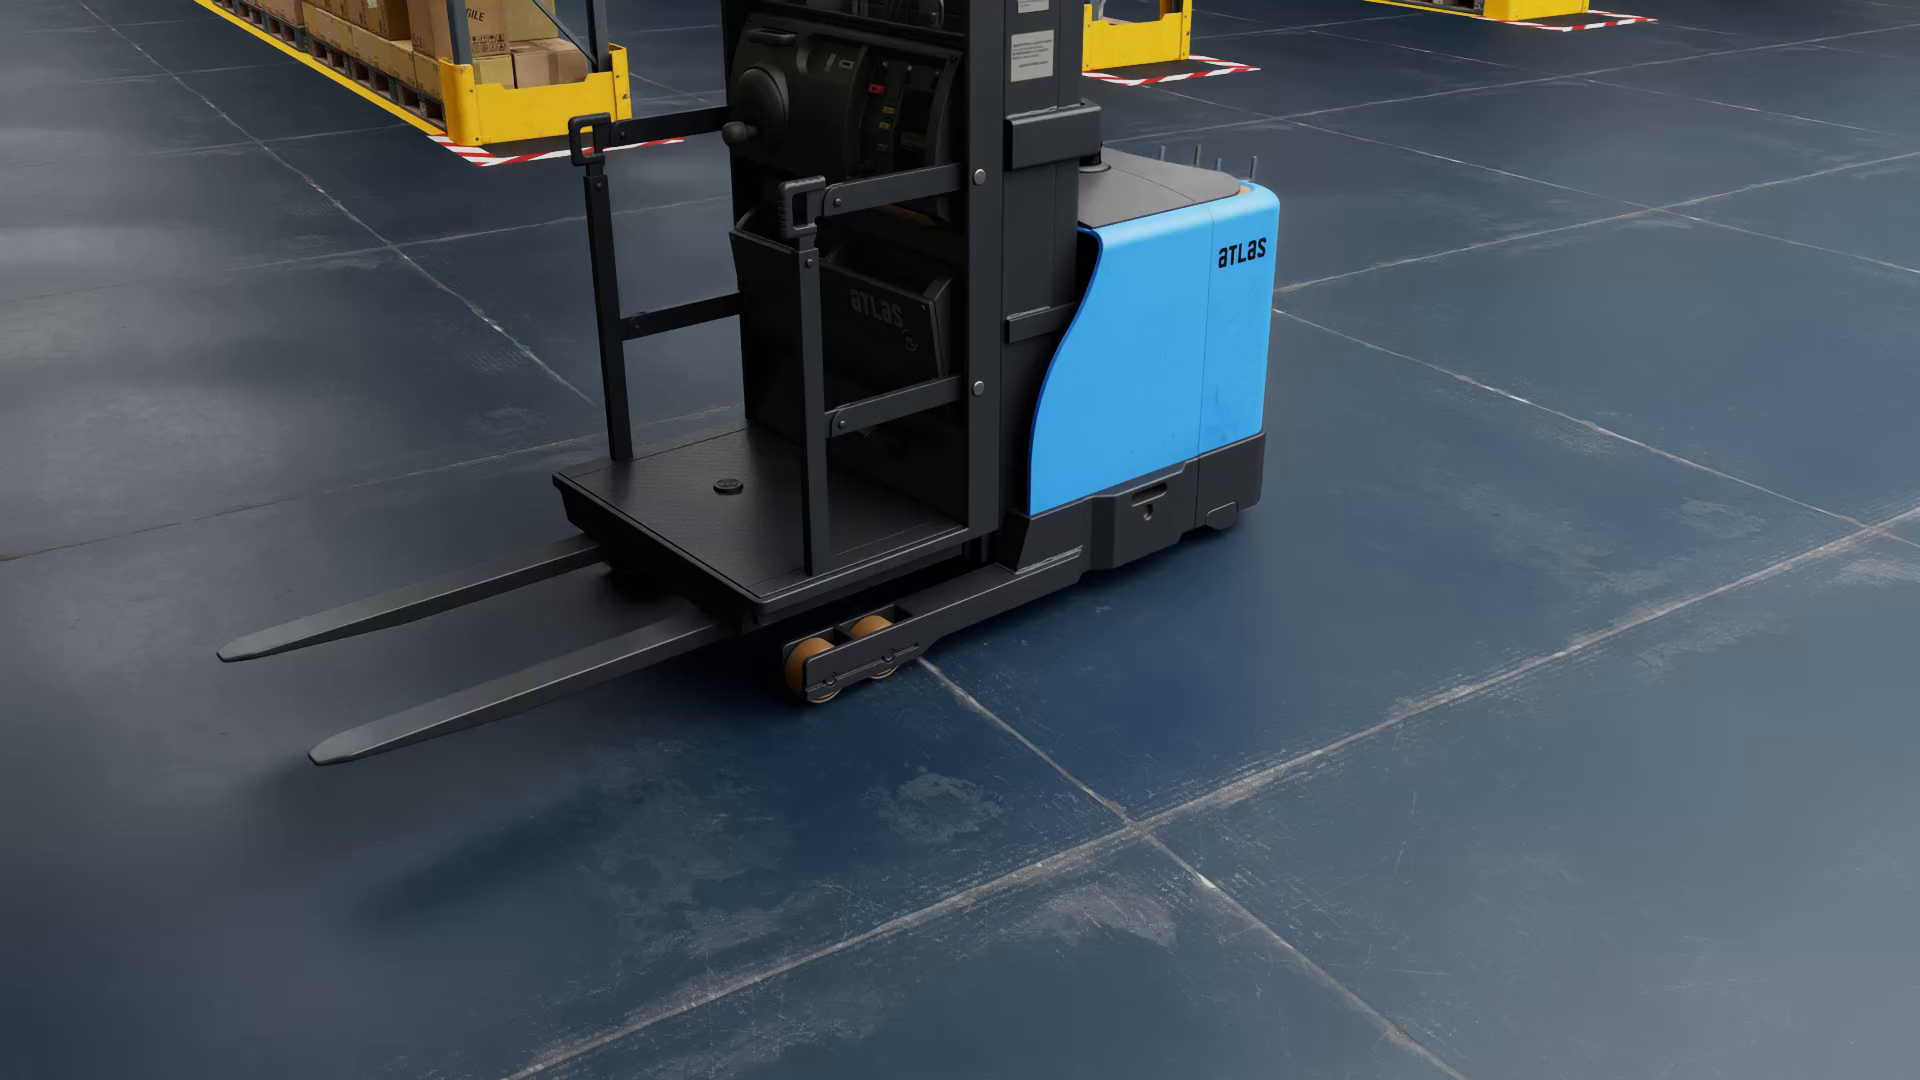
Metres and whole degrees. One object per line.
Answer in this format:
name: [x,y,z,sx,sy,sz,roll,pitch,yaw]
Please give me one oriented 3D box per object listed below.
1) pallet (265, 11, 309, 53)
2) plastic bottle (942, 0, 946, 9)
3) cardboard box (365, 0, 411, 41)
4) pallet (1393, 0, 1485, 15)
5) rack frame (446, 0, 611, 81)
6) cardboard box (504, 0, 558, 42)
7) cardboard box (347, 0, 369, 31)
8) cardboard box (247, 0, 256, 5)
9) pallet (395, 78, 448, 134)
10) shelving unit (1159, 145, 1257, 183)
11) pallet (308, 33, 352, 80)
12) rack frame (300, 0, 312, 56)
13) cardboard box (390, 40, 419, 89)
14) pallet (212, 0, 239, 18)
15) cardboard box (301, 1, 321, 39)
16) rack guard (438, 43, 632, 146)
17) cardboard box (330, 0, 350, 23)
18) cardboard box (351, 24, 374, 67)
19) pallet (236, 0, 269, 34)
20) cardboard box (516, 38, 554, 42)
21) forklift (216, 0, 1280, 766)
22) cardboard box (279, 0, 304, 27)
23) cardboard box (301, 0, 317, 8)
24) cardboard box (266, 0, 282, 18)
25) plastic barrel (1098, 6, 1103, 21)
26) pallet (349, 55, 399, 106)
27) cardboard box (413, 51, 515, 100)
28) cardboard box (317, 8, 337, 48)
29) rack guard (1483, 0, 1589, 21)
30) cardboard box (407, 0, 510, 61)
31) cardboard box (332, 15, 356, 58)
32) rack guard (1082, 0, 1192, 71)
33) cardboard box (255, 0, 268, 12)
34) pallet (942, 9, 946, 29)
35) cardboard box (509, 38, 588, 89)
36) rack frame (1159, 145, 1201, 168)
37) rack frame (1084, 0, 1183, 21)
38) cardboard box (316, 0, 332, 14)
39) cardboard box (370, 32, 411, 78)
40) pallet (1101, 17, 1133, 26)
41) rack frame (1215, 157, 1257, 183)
pallet: [-5.377,-4.469,14.470,1.003,0.211,1.213,-16,29,-30]
plastic bottle: [-0.091,-4.817,14.615,0.152,0.276,0.135,-15,29,-29]
cardboard box: [-3.859,-3.808,11.652,0.500,0.500,0.500,-16,29,-30]
pallet: [5.088,-5.417,16.479,1.003,0.211,1.213,-16,29,-30]
rack frame: [-2.759,-4.045,10.305,1.000,3.000,0.127,-16,29,-30]
cardboard box: [-3.140,-3.753,11.537,0.500,0.500,0.500,-16,29,-30]
cardboard box: [-4.131,-3.987,12.032,0.500,0.500,0.500,-16,29,-30]
cardboard box: [-6.242,-5.050,15.162,0.500,0.250,0.500,-15,29,-29]
pallet: [-3.211,-3.048,11.459,1.003,0.211,1.213,-16,29,-30]
shelving unit: [0.778,-0.795,5.681,0.215,1.050,0.252,-14,28,-40]
pallet: [-4.543,-3.921,13.308,1.003,0.211,1.213,-16,29,-30]
rack frame: [-4.942,-5.476,13.336,1.000,3.000,0.127,-16,29,-30]
cardboard box: [-3.582,-3.291,11.436,0.500,0.250,0.500,-16,29,-30]
pallet: [-6.709,-5.342,16.319,1.003,0.211,1.213,-16,29,-30]
cardboard box: [-4.943,-4.186,13.332,0.500,0.250,0.500,-16,29,-30]
rack guard: [-2.746,-2.906,10.821,1.175,0.500,0.348,-16,29,-30]
cardboard box: [-4.406,-4.165,12.410,0.500,0.500,0.500,-16,29,-30]
cardboard box: [-4.128,-3.648,12.194,0.500,0.250,0.500,-16,29,-30]
pallet: [-6.047,-4.906,15.395,1.003,0.211,1.213,-16,29,-30]
cardboard box: [-3.141,-3.413,11.696,0.500,0.250,0.500,-16,29,-30]
forklift: [-0.480,-1.153,4.258,3.031,2.935,1.130,-20,32,-36]
cardboard box: [-5.412,-4.503,14.004,0.500,0.250,0.500,-16,30,-30]
cardboard box: [-4.952,-4.523,13.167,0.500,0.500,0.500,-16,29,-30]
cardboard box: [-5.686,-4.684,14.388,0.500,0.250,0.500,-16,30,-30]
plastic barrel: [0.970,-4.481,13.650,0.421,0.512,0.421,0,25,0]
pallet: [-3.873,-3.484,12.383,1.003,0.211,1.213,-16,29,-30]
cardboard box: [-3.299,-3.115,11.063,0.500,0.250,0.500,-16,29,-30]
cardboard box: [-4.675,-4.006,12.951,0.500,0.250,0.500,-16,29,-30]
rack guard: [5.502,-5.249,15.784,1.175,0.500,0.348,-16,29,-30]
cardboard box: [-3.301,-3.453,10.902,0.500,0.500,0.500,-16,29,-30]
cardboard box: [-4.406,-3.826,12.569,0.500,0.250,0.500,-16,29,-30]
rack guard: [1.313,-4.084,13.316,1.175,0.500,0.348,-16,29,-30]
cardboard box: [-5.966,-4.867,14.776,0.500,0.250,0.500,-15,29,-28]
pallet: [0.212,-4.681,14.919,1.003,0.211,1.213,-16,29,-30]
cardboard box: [-2.865,-3.235,11.319,0.500,0.250,0.500,-16,29,-30]
rack frame: [0.697,-0.834,5.764,0.200,1.050,0.008,-14,28,-40]
rack frame: [1.393,-5.198,12.748,1.000,3.000,0.127,-16,29,-30]
cardboard box: [-4.672,-4.346,12.792,0.500,0.500,0.500,-16,29,-30]
cardboard box: [-3.857,-3.469,11.814,0.500,0.250,0.500,-16,29,-30]
pallet: [0.874,-4.245,13.995,1.003,0.211,1.213,-16,29,-30]
rack frame: [0.858,-0.755,5.598,0.200,1.050,0.008,-14,28,-40]
